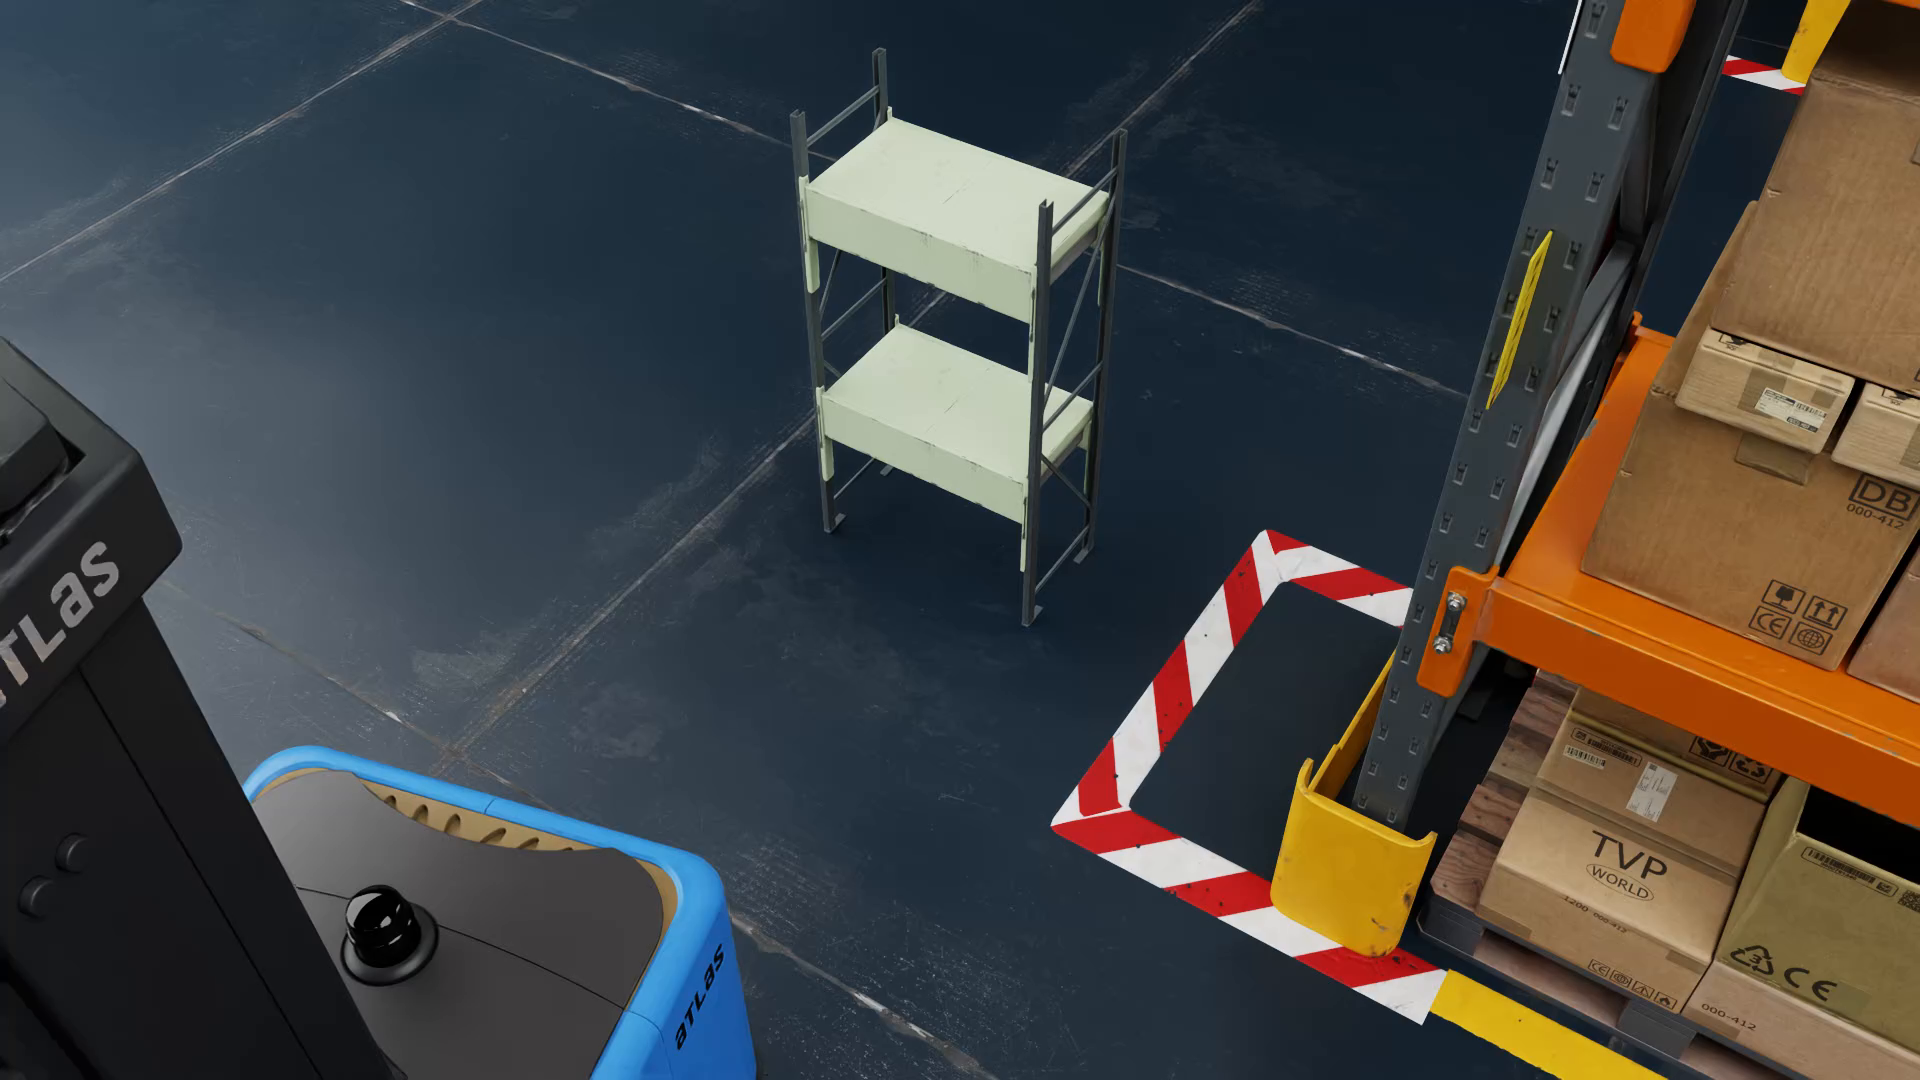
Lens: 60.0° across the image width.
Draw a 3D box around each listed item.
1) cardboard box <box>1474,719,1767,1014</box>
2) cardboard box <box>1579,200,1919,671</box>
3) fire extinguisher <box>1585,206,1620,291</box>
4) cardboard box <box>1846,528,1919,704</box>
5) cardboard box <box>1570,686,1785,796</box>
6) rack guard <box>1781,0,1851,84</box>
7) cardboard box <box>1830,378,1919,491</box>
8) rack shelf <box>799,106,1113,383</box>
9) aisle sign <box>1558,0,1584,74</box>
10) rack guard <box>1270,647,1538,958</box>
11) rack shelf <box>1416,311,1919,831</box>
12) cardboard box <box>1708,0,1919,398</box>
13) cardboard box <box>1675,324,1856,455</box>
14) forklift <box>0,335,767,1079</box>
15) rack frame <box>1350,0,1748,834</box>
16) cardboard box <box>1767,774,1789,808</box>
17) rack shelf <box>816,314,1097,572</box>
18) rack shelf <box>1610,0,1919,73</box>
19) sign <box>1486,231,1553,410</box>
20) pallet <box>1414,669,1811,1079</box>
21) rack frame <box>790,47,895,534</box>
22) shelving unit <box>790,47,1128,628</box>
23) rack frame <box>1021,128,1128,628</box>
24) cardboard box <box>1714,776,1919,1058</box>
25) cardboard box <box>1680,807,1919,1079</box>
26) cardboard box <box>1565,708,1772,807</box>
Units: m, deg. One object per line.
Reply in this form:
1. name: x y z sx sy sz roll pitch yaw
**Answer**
1. cardboard box: 1.597 0.777 4.028 0.500 0.250 0.500 25 51 22
2. cardboard box: 1.652 -0.223 3.306 0.500 0.500 0.700 25 51 22
3. fire extinguisher: 1.417 -0.676 3.869 0.183 0.674 0.296 25 51 22
4. cardboard box: 2.096 -0.023 3.111 0.500 0.500 0.700 26 51 23
5. cardboard box: 1.878 0.202 4.064 0.500 0.500 0.500 25 51 22
6. rack guard: 4.001 -2.468 7.300 0.348 0.500 1.175 25 51 22
7. cardboard box: 1.703 -0.255 2.884 0.250 0.149 0.380 23 50 21
8. rack shelf: -0.006 -0.797 4.435 0.720 0.370 0.431 25 51 22
9. aisle sign: 1.045 -1.123 2.437 0.004 0.787 0.394 25 51 22
10. rack guard: 1.245 0.485 4.430 0.348 0.500 1.175 25 51 22
11. rack shelf: 2.949 0.648 3.030 4.000 0.370 1.077 25 51 22
12. cardboard box: 1.696 -0.655 2.821 0.500 0.500 0.700 25 51 22
13. cardboard box: 1.480 -0.356 2.982 0.250 0.149 0.380 24 51 22
14. forklift: -1.375 1.239 2.003 1.130 2.935 3.031 13 47 13
15. rack frame: 1.266 -0.377 3.525 0.127 3.000 1.000 25 51 22
16. cardboard box: 2.304 0.651 4.151 0.500 0.250 0.500 25 51 22
17. rack shelf: -0.006 -0.298 4.948 0.720 0.370 0.431 25 51 22
18. rack shelf: 2.949 -0.397 1.954 4.000 0.370 1.077 25 51 22
19. sign: 0.961 -0.373 2.862 0.005 0.325 0.100 25 51 22
20. pallet: 1.932 0.866 4.262 1.213 0.211 1.003 25 51 22
21. rack frame: -0.314 -0.667 4.852 0.023 1.500 0.400 25 51 22
22. shelving unit: -0.006 -0.525 4.715 0.755 1.500 0.431 25 51 22
23. rack frame: 0.302 -0.384 4.577 0.023 1.500 0.400 25 51 22
24. cardboard box: 2.019 0.708 3.572 0.500 0.500 0.500 25 51 22
25. cardboard box: 2.020 0.968 3.842 0.500 0.250 0.500 25 51 22
26. cardboard box: 1.877 0.464 4.332 0.500 0.250 0.500 25 51 22
